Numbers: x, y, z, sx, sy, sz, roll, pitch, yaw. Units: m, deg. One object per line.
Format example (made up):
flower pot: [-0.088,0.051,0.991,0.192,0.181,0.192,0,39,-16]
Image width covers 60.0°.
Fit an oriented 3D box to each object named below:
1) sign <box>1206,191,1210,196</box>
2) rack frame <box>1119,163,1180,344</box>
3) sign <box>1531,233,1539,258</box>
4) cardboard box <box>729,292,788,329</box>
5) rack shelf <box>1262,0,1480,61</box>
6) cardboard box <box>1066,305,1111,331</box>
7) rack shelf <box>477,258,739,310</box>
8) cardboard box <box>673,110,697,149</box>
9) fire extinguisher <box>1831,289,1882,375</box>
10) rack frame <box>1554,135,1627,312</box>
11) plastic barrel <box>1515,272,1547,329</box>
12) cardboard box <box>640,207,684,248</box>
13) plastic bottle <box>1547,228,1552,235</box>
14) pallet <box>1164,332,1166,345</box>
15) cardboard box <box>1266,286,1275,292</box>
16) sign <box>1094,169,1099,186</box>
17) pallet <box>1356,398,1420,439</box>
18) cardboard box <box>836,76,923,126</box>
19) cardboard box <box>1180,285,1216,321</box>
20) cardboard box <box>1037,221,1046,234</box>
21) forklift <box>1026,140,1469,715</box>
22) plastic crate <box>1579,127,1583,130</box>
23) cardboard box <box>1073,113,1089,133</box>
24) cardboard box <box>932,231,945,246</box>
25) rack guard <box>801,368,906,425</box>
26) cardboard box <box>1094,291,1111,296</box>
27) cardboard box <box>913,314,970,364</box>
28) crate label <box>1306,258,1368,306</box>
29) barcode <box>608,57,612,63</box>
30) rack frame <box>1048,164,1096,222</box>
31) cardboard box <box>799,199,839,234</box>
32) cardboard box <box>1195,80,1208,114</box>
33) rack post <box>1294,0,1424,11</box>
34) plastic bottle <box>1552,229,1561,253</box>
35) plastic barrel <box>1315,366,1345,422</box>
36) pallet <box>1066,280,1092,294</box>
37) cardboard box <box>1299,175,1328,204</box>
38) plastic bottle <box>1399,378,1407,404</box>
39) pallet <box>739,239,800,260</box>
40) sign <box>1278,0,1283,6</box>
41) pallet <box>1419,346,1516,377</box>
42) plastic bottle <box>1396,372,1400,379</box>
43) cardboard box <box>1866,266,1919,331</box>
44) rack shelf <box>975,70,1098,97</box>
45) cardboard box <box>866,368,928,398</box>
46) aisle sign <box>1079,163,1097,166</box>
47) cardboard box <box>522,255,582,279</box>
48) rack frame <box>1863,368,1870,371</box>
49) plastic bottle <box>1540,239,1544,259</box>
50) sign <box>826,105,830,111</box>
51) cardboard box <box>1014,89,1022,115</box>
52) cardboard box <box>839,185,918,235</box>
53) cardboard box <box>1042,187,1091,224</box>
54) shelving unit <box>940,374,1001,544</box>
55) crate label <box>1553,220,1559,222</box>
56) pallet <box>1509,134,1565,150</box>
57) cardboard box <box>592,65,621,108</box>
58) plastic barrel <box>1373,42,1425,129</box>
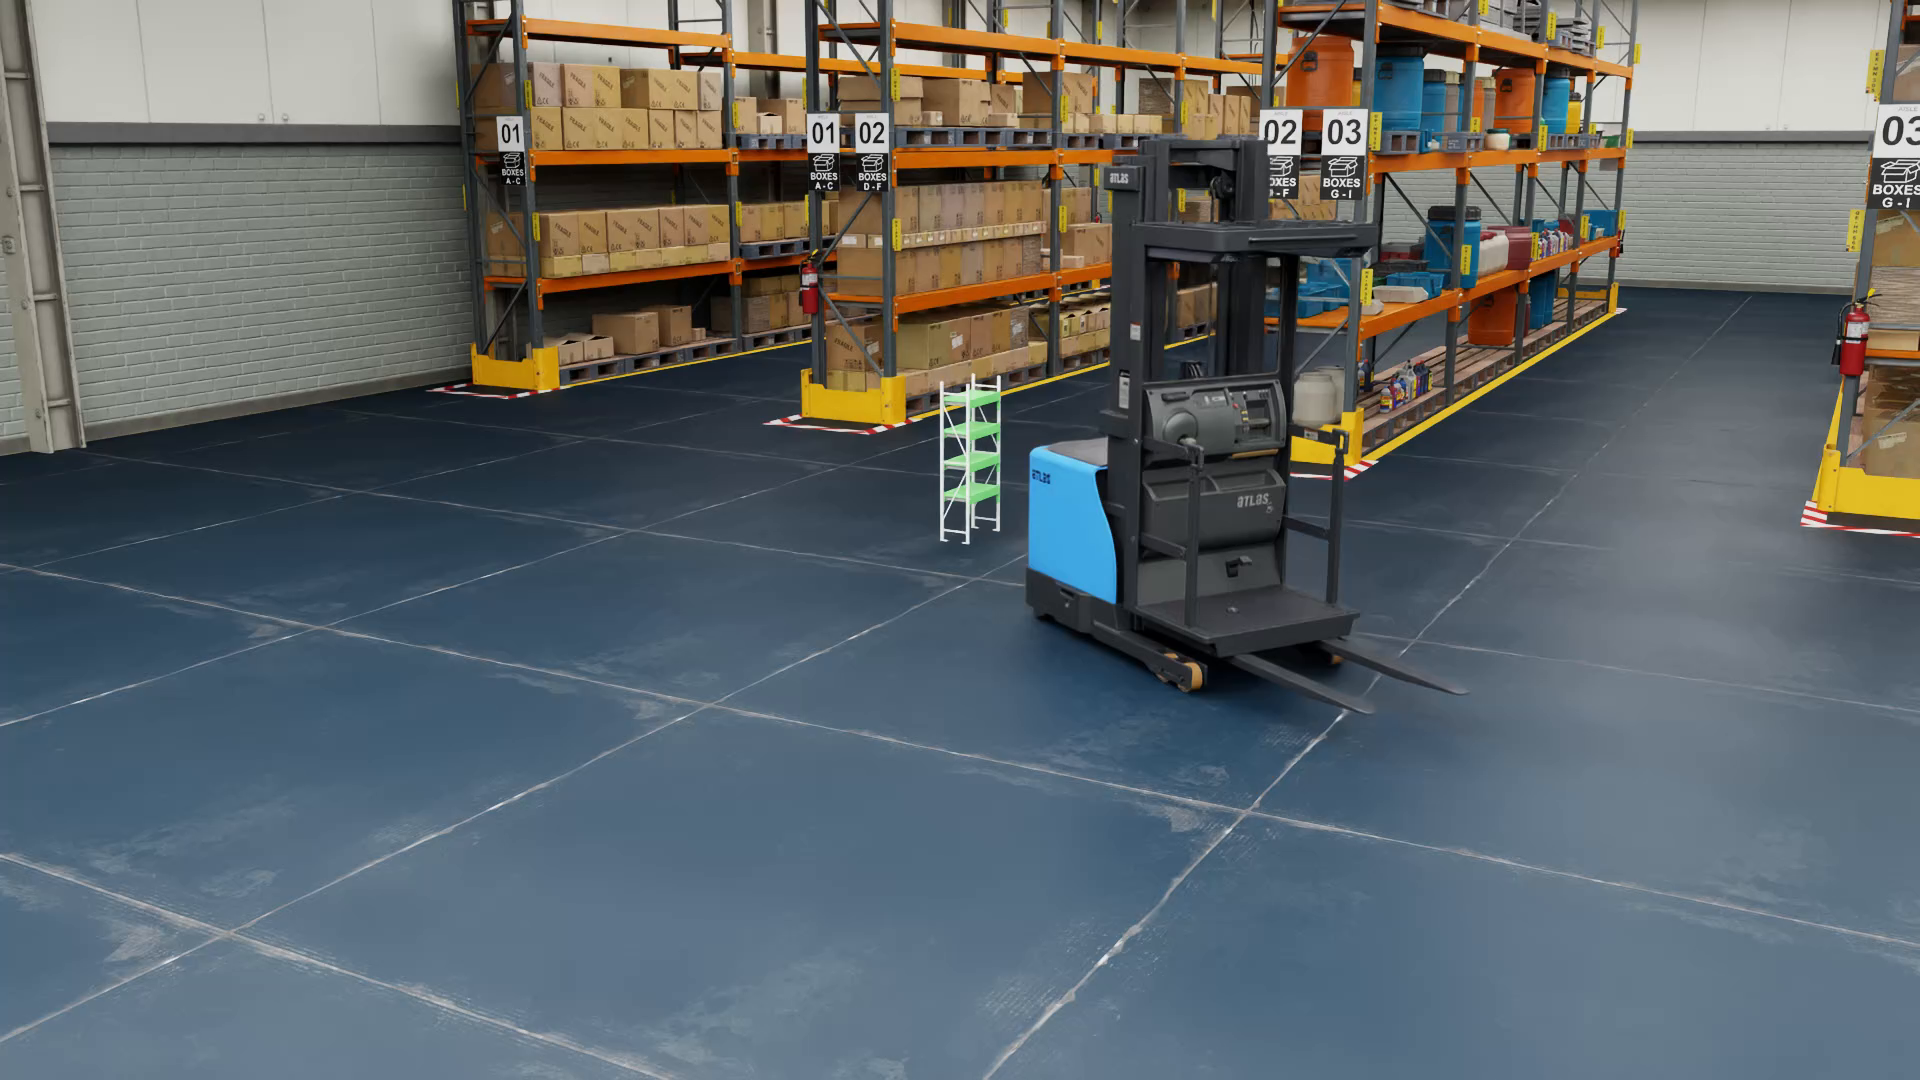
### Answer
sign: [4.181,-5.720,28.011,0.100,0.325,0.005,7,15,28]
rack frame: [2.726,-4.418,24.460,1.000,3.000,0.127,7,15,28]
sign: [7.546,-3.875,21.857,0.100,0.325,0.005,7,15,28]
cardboard box: [-2.998,-3.421,24.719,0.700,0.500,0.500,7,15,27]
rack shelf: [4.160,-4.997,16.451,1.077,0.370,4.000,7,15,28]
cardboard box: [1.706,-3.003,22.362,0.500,0.311,0.500,7,15,26]
rack shelf: [-4.512,-3.398,21.763,1.077,0.370,4.000,7,15,28]
cardboard box: [-3.829,-5.441,22.044,0.500,0.500,0.500,6,15,23]
fire extinguisher: [7.070,-1.645,13.121,0.296,0.674,0.183,7,15,28]
rack frame: [10.928,-5.497,28.937,1.000,3.000,0.127,7,15,28]
plastic barrel: [8.374,-3.606,24.672,0.600,0.901,0.708,7,15,28]
cardboard box: [-3.992,-4.122,21.909,0.500,0.500,0.500,7,15,26]
plastic bottle: [8.710,-4.444,24.670,0.144,0.351,0.185,7,15,28]
pallet: [2.294,-2.898,24.104,1.003,0.211,1.213,7,15,28]
cardboard box: [5.052,-4.207,28.383,0.500,0.311,0.500,7,15,28]
sign: [2.724,-7.234,33.162,0.100,0.325,0.005,7,15,28]
pallet: [4.177,-1.296,17.457,1.003,0.211,1.213,7,15,28]
cardboard box: [-0.859,-4.675,17.709,0.797,0.503,0.637,9,16,32]
cardboard box: [3.692,-3.688,25.827,0.500,0.500,0.500,7,15,27]
cardboard box: [0.849,-3.881,20.636,0.380,0.149,0.250,7,15,28]
forklift: [1.559,-0.713,9.238,1.130,2.935,3.031,-7,15,-27]
plastic crate: [9.949,-6.643,27.421,0.504,0.338,0.767,7,15,28]
cardboard box: [1.362,-5.425,21.661,0.500,0.250,0.500,6,15,23]
cardboard box: [-0.392,-3.354,18.448,0.380,0.149,0.250,7,15,27]
rack guard: [-1.152,-1.557,17.924,1.175,0.500,0.348,7,15,28]
cardboard box: [2.216,-3.484,24.359,0.500,0.311,0.500,8,16,30]
cardboard box: [-0.216,-2.300,19.046,0.500,0.500,0.500,7,15,28]
crate label: [3.846,-2.640,17.010,0.502,0.435,0.616,7,15,28]
barcode: [-4.594,-6.303,21.825,0.001,0.075,0.075,7,15,28]
rack frame: [2.256,-6.620,33.592,1.000,3.000,0.127,7,15,28]
cardboard box: [-2.077,-5.026,25.828,0.700,0.500,0.500,6,15,23]
cardboard box: [3.436,-6.709,25.215,0.500,0.500,0.500,7,15,28]
rack post: [3.670,-5.029,15.259,0.937,0.300,0.954,9,16,34]
plastic bottle: [8.747,-4.389,24.445,0.144,0.351,0.185,7,15,28]
plastic barrel: [3.687,-1.456,16.585,0.421,0.512,0.421,0,14,0]
pallet: [1.938,-5.091,33.202,1.003,0.211,1.213,7,15,28]
cardboard box: [6.376,-6.368,30.200,0.500,0.500,0.500,8,16,30]
plastic bottle: [4.655,-1.571,17.534,0.097,0.271,0.097,0,14,0]
pallet: [-3.049,-4.205,23.985,1.003,0.211,1.213,7,15,28]
sign: [5.149,-8.625,26.777,0.100,0.325,0.005,7,15,28]
pallet: [6.652,-2.346,21.814,1.003,0.211,1.213,7,15,28]
plastic bottle: [4.717,-1.665,17.896,0.061,0.283,0.133,7,15,28]
cardboard box: [7.819,-1.957,13.401,0.875,0.500,0.500,7,15,28]
rack shelf: [1.289,-8.582,31.318,1.077,0.370,4.000,7,15,28]
cardboard box: [-0.687,-1.729,18.276,0.500,0.250,0.500,7,15,28]
aisle sign: [2.553,-7.864,33.208,0.394,0.787,0.004,7,15,28]
cardboard box: [-4.965,-3.338,20.258,0.500,0.250,0.500,7,15,26]
rack frame: [11.397,-3.295,19.801,1.000,3.000,0.127,7,15,28]
plastic bottle: [8.151,-4.083,23.320,0.061,0.283,0.133,7,15,28]
sign: [-2.094,-6.791,26.631,0.100,0.325,0.005,7,15,28]
cardboard box: [0.912,-7.916,30.181,0.500,0.500,0.500,7,15,28]
cardboard box: [-0.878,-3.561,17.924,0.700,0.500,0.500,7,15,28]
cardboard box: [2.018,-6.660,33.119,0.980,0.700,0.700,8,16,31]
shelving unit: [0.080,-0.617,12.534,0.258,1.200,0.503,7,15,28]
crate label: [10.521,-5.432,28.894,0.416,0.233,0.303,7,15,28]
pallet: [7.516,-5.368,22.404,1.003,0.211,1.213,7,15,28]
cardboard box: [-4.556,-5.595,20.552,0.500,0.500,0.500,8,16,30]
plastic barrel: [4.552,-4.750,17.468,0.600,0.901,0.708,7,15,28]
